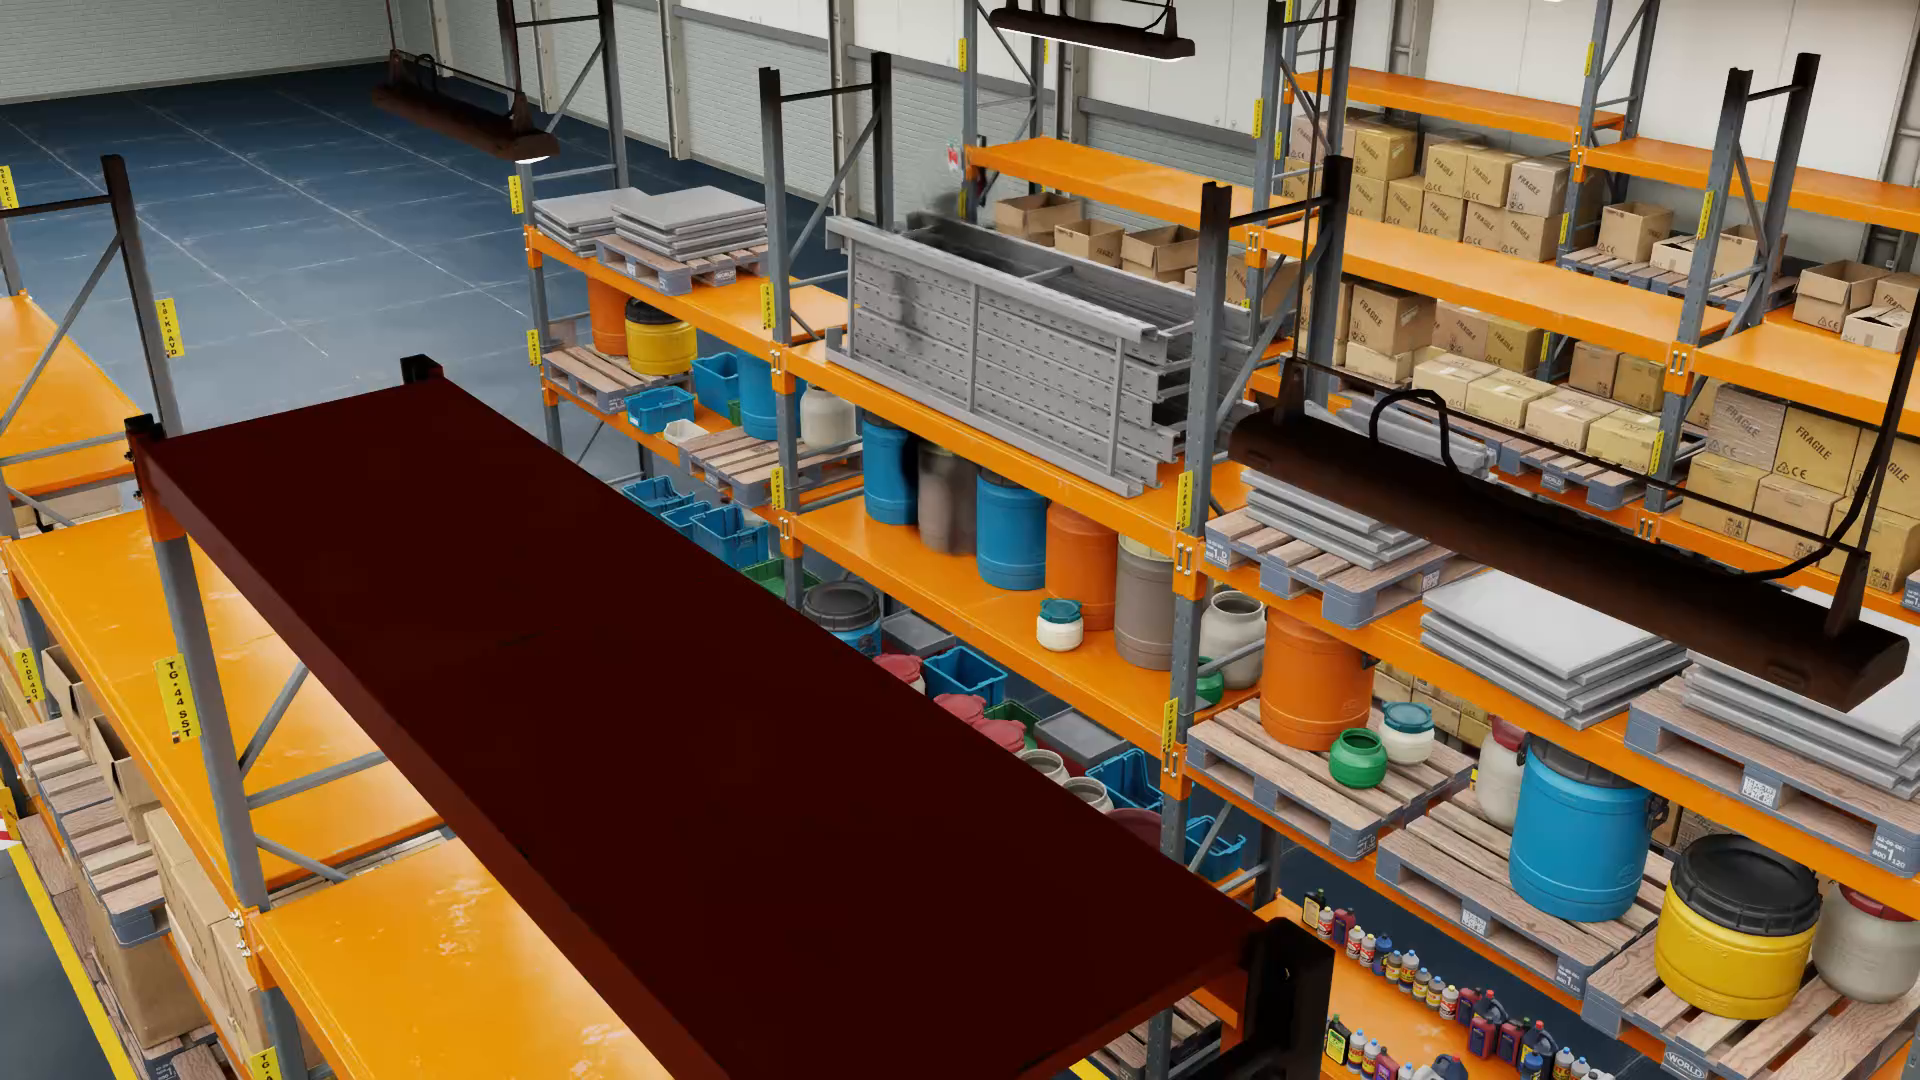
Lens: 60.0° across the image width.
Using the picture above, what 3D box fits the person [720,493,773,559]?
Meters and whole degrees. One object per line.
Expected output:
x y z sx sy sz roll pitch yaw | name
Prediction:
-2.141 -0.288 16.772 1.014 1.746 0.690 23 34 39 | person

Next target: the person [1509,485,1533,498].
5.195 0.224 15.910 0.613 1.646 0.539 -20 32 -35 | person
